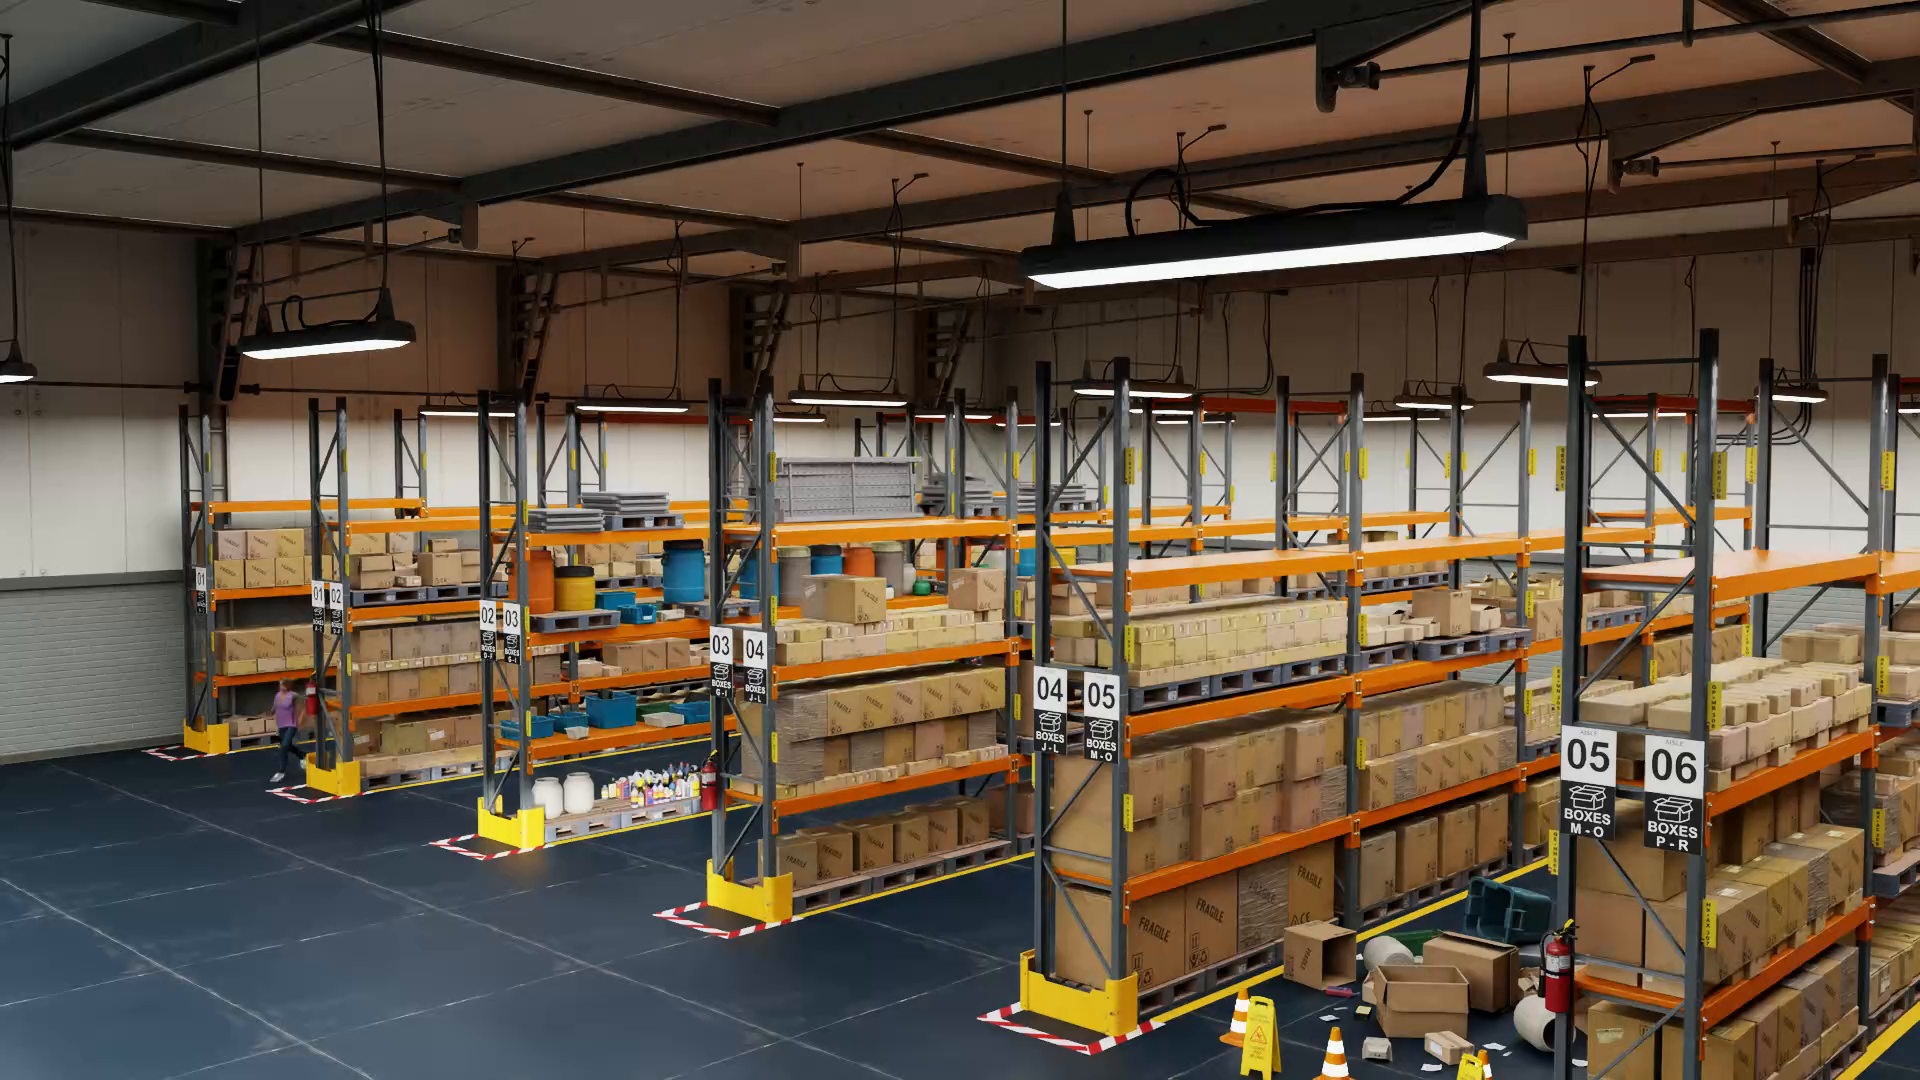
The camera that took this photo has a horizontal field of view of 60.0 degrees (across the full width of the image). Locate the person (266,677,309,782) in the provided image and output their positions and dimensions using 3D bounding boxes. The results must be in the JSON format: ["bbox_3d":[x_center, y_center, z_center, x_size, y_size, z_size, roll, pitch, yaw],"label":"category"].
[{"bbox_3d":[-10.633,2.966,26.352,0.540,1.601,0.889,1,3,20],"label":"person"}]
